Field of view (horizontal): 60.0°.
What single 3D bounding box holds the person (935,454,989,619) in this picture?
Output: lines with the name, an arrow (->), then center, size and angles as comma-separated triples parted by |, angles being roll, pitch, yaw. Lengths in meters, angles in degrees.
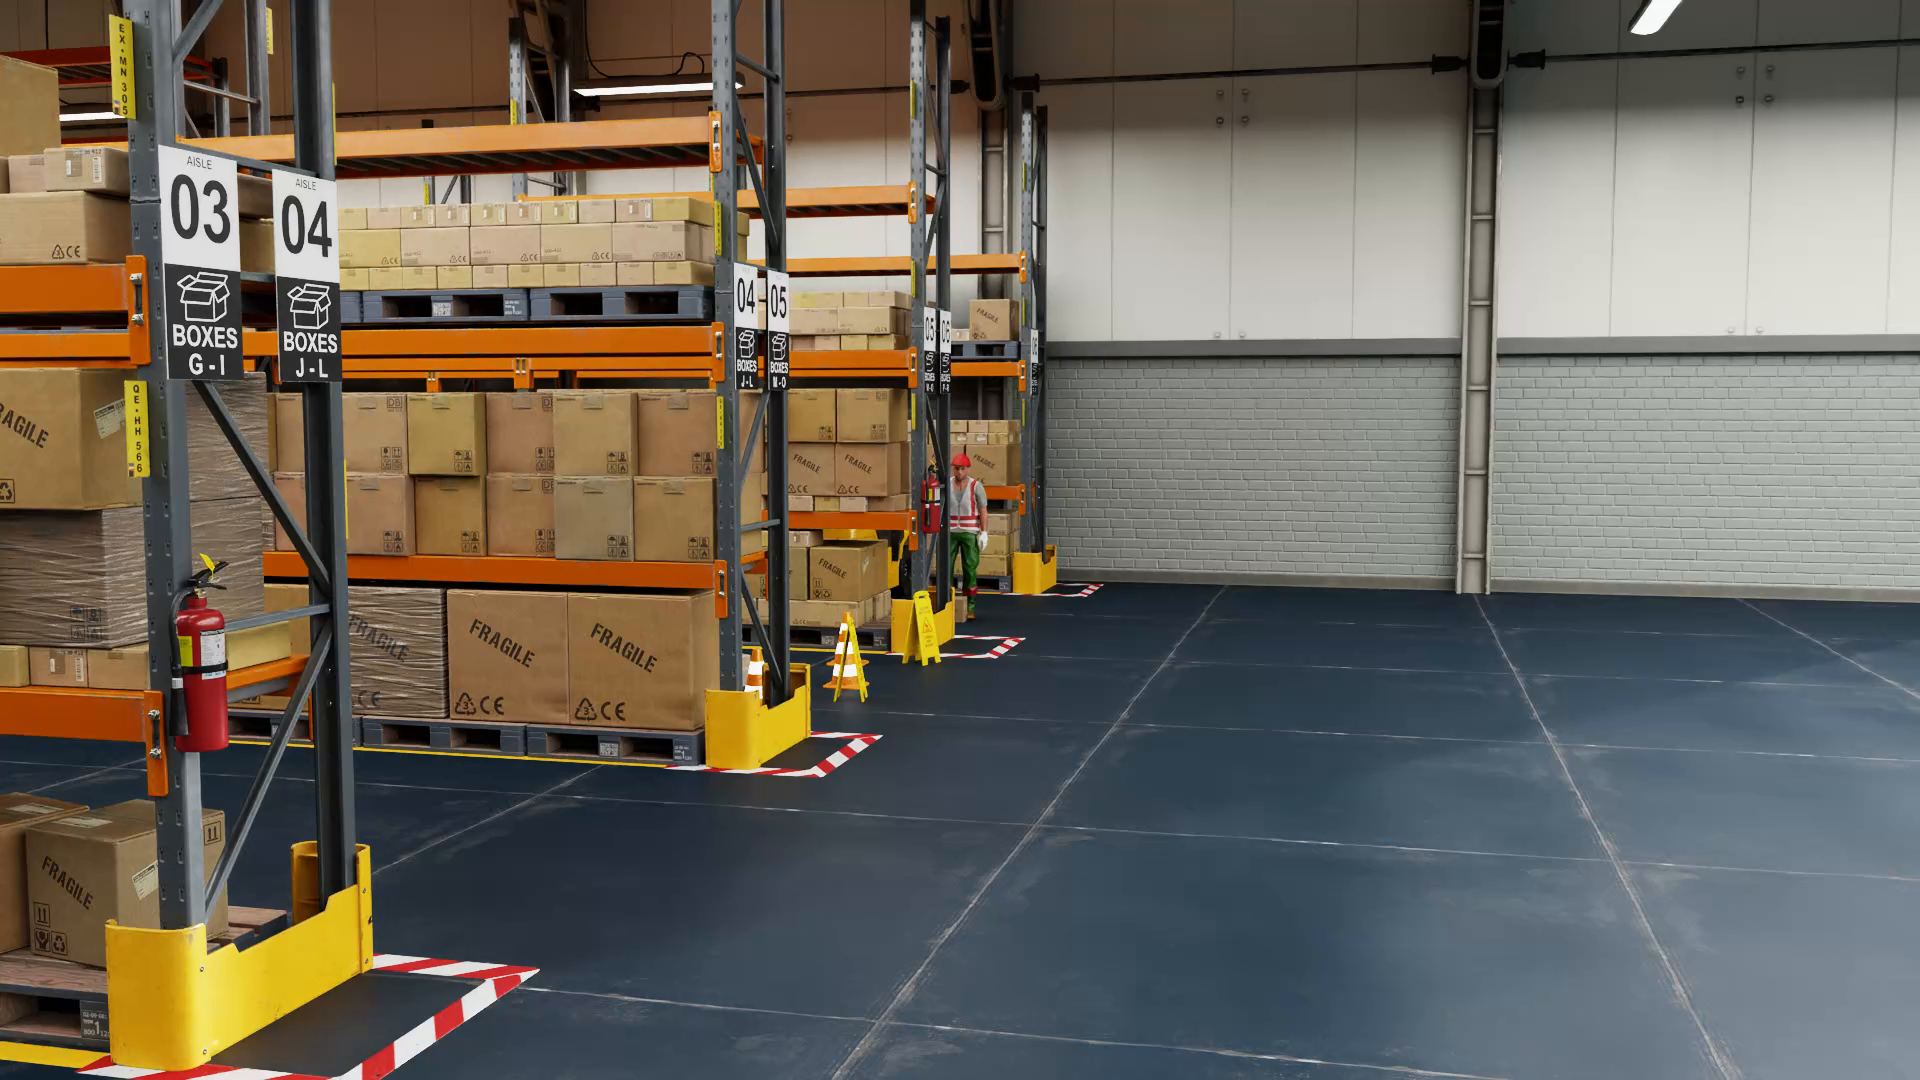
person -> 0.002, -0.040, 17.852 | 0.620, 1.780, 0.448 | 1, 5, 10
